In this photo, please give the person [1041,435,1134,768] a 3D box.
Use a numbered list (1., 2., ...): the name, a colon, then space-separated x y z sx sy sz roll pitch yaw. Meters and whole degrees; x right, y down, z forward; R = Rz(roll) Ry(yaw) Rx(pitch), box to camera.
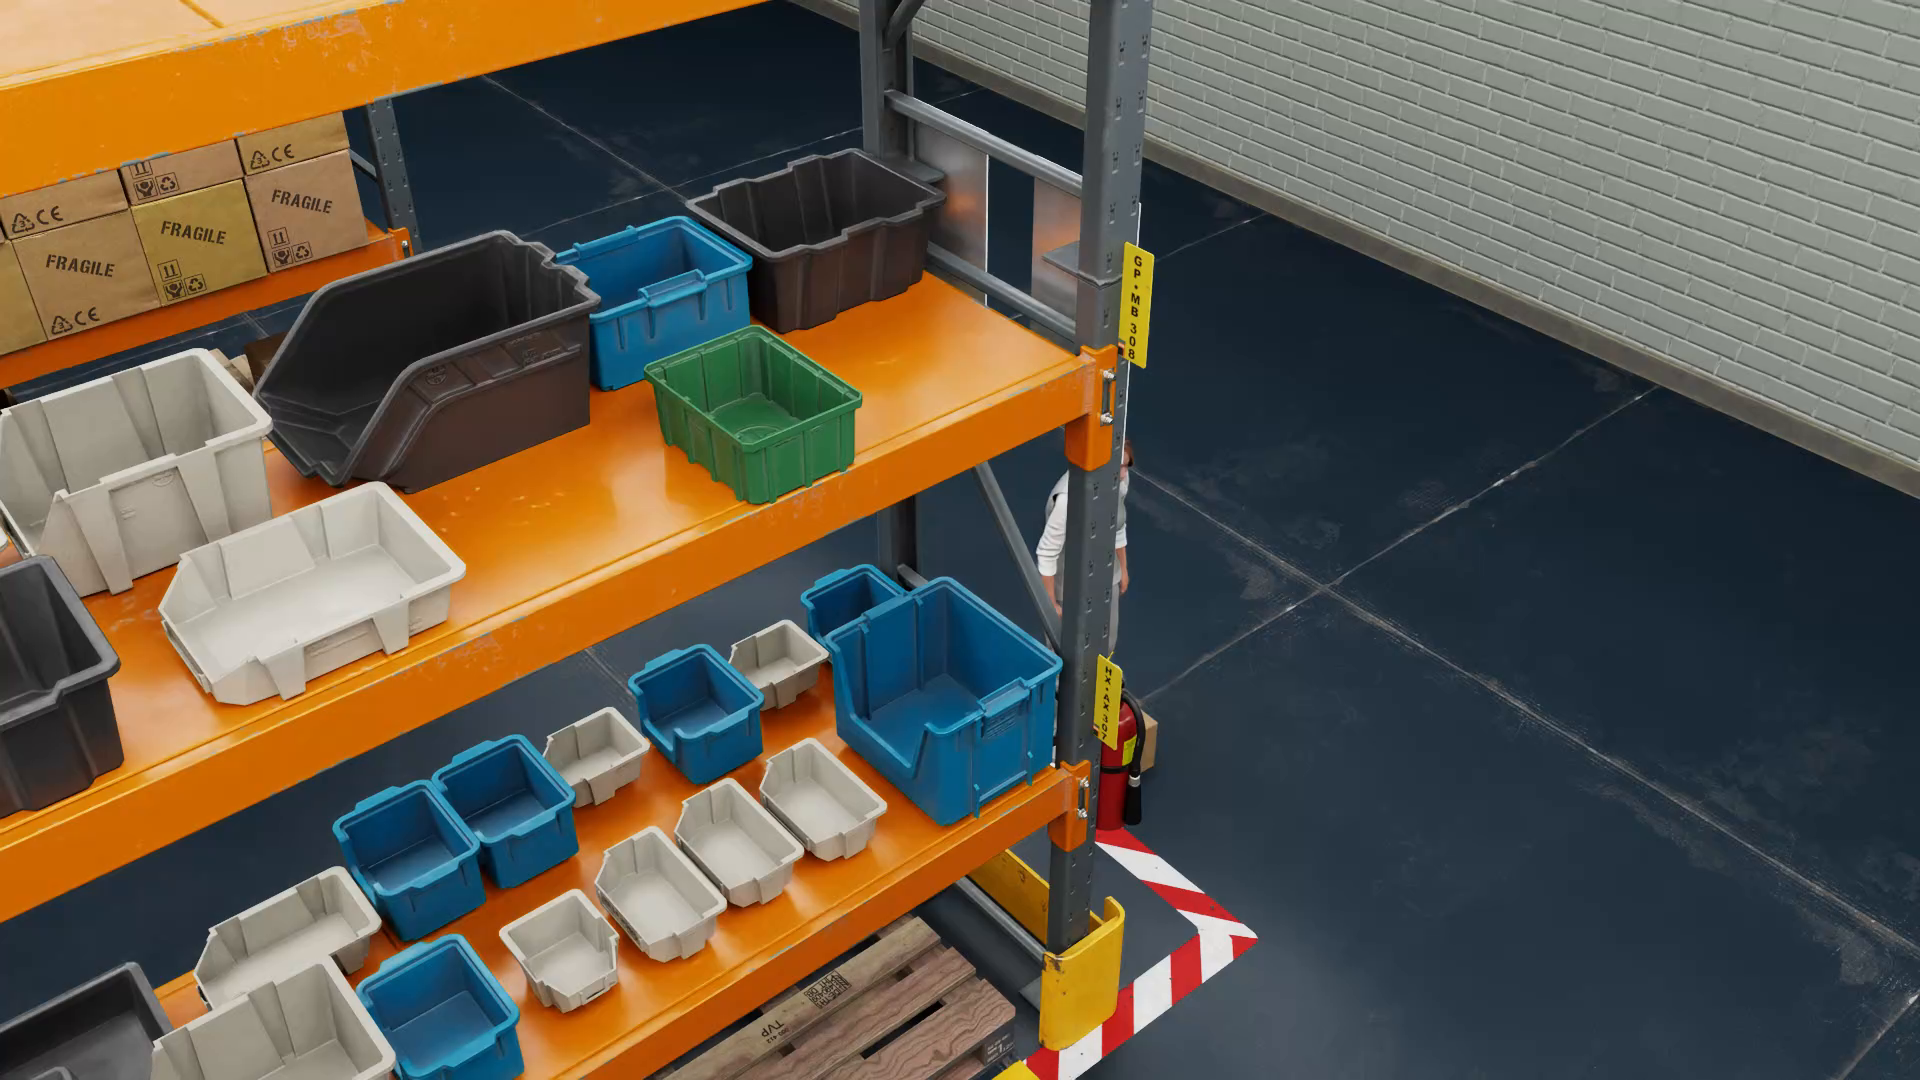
1. person: 0.511 0.204 6.808 0.475 1.591 0.318 -26 44 -31
